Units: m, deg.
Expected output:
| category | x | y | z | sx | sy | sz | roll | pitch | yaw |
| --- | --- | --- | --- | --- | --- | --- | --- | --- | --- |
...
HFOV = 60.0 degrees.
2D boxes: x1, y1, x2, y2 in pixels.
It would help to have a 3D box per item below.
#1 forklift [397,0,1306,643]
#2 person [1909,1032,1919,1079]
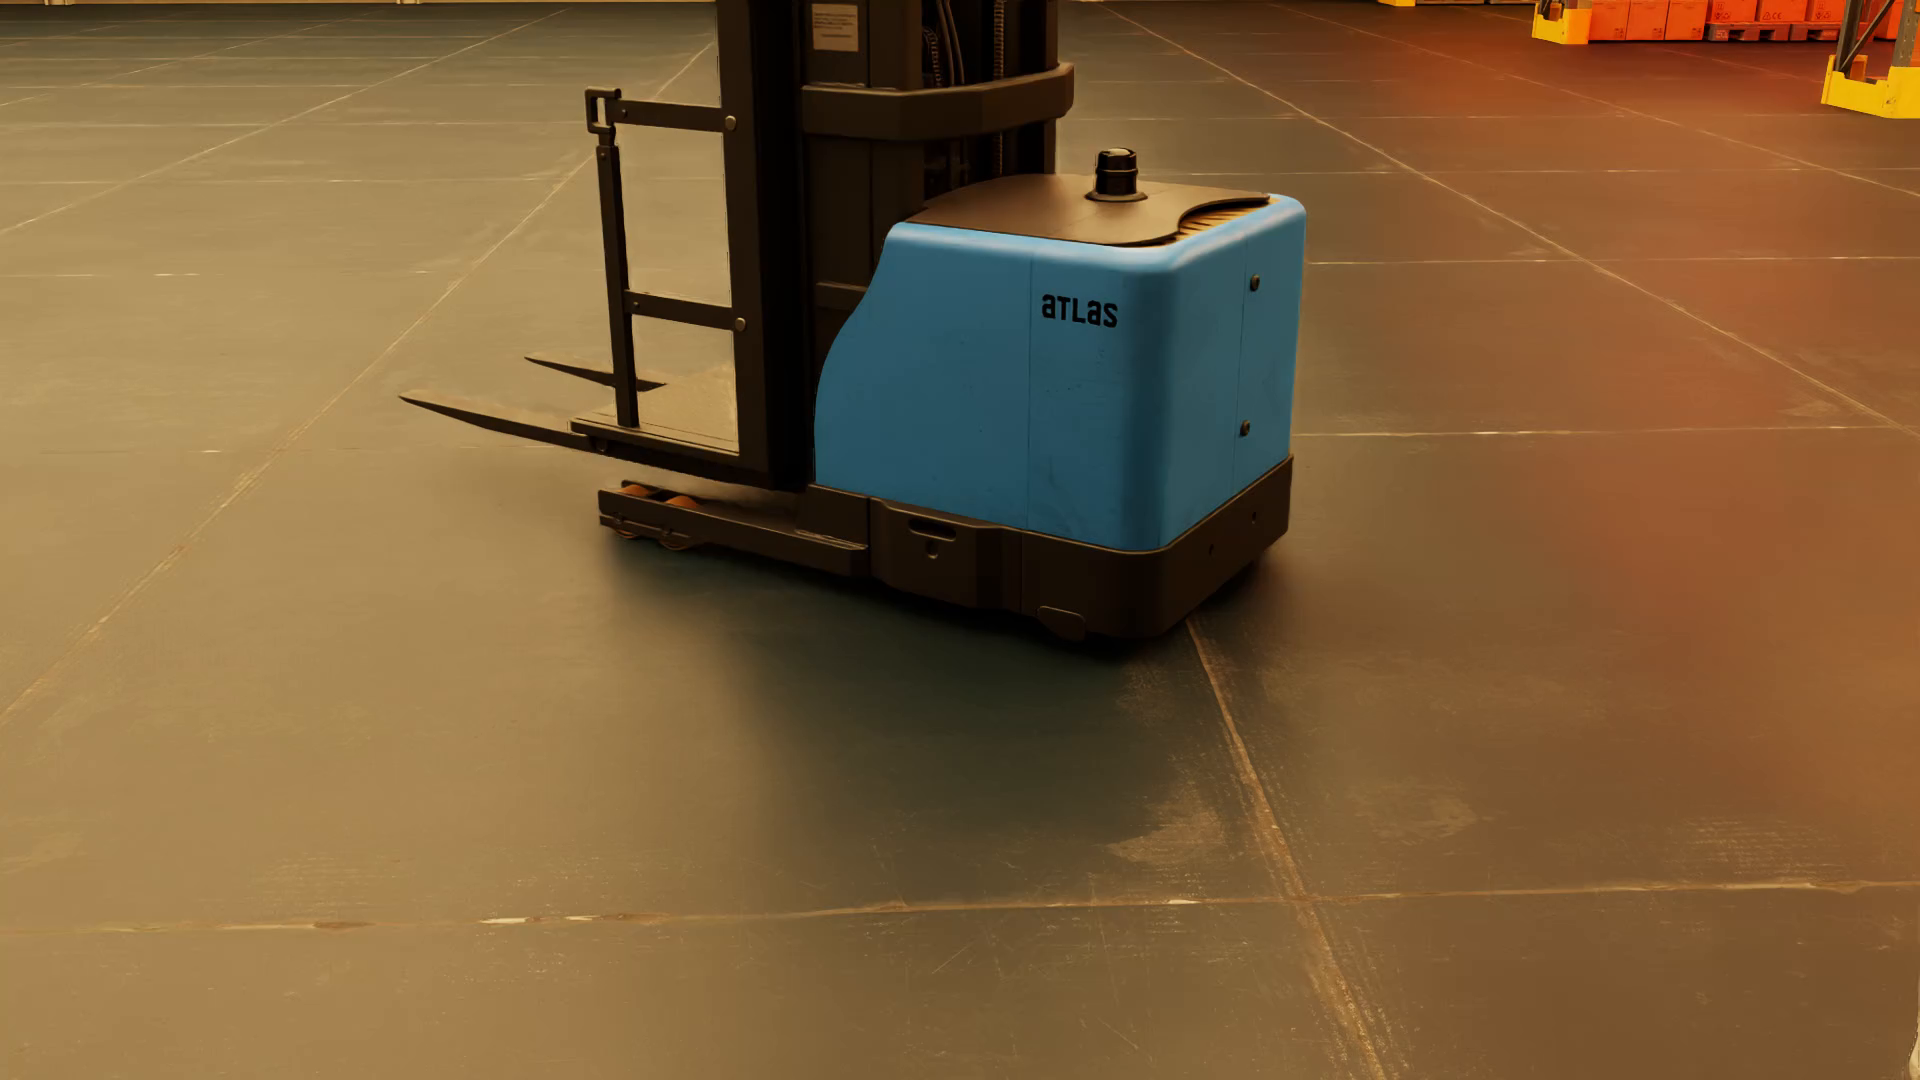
| category | x | y | z | sx | sy | sz | roll | pitch | yaw |
| --- | --- | --- | --- | --- | --- | --- | --- | --- | --- |
| forklift | -0.525 | -1.480 | 4.931 | 3.031 | 2.935 | 1.130 | 13 | 25 | 29 |
| person | 1.714 | 0.208 | 2.358 | 0.420 | 1.670 | 0.575 | -19 | 28 | -39 |
